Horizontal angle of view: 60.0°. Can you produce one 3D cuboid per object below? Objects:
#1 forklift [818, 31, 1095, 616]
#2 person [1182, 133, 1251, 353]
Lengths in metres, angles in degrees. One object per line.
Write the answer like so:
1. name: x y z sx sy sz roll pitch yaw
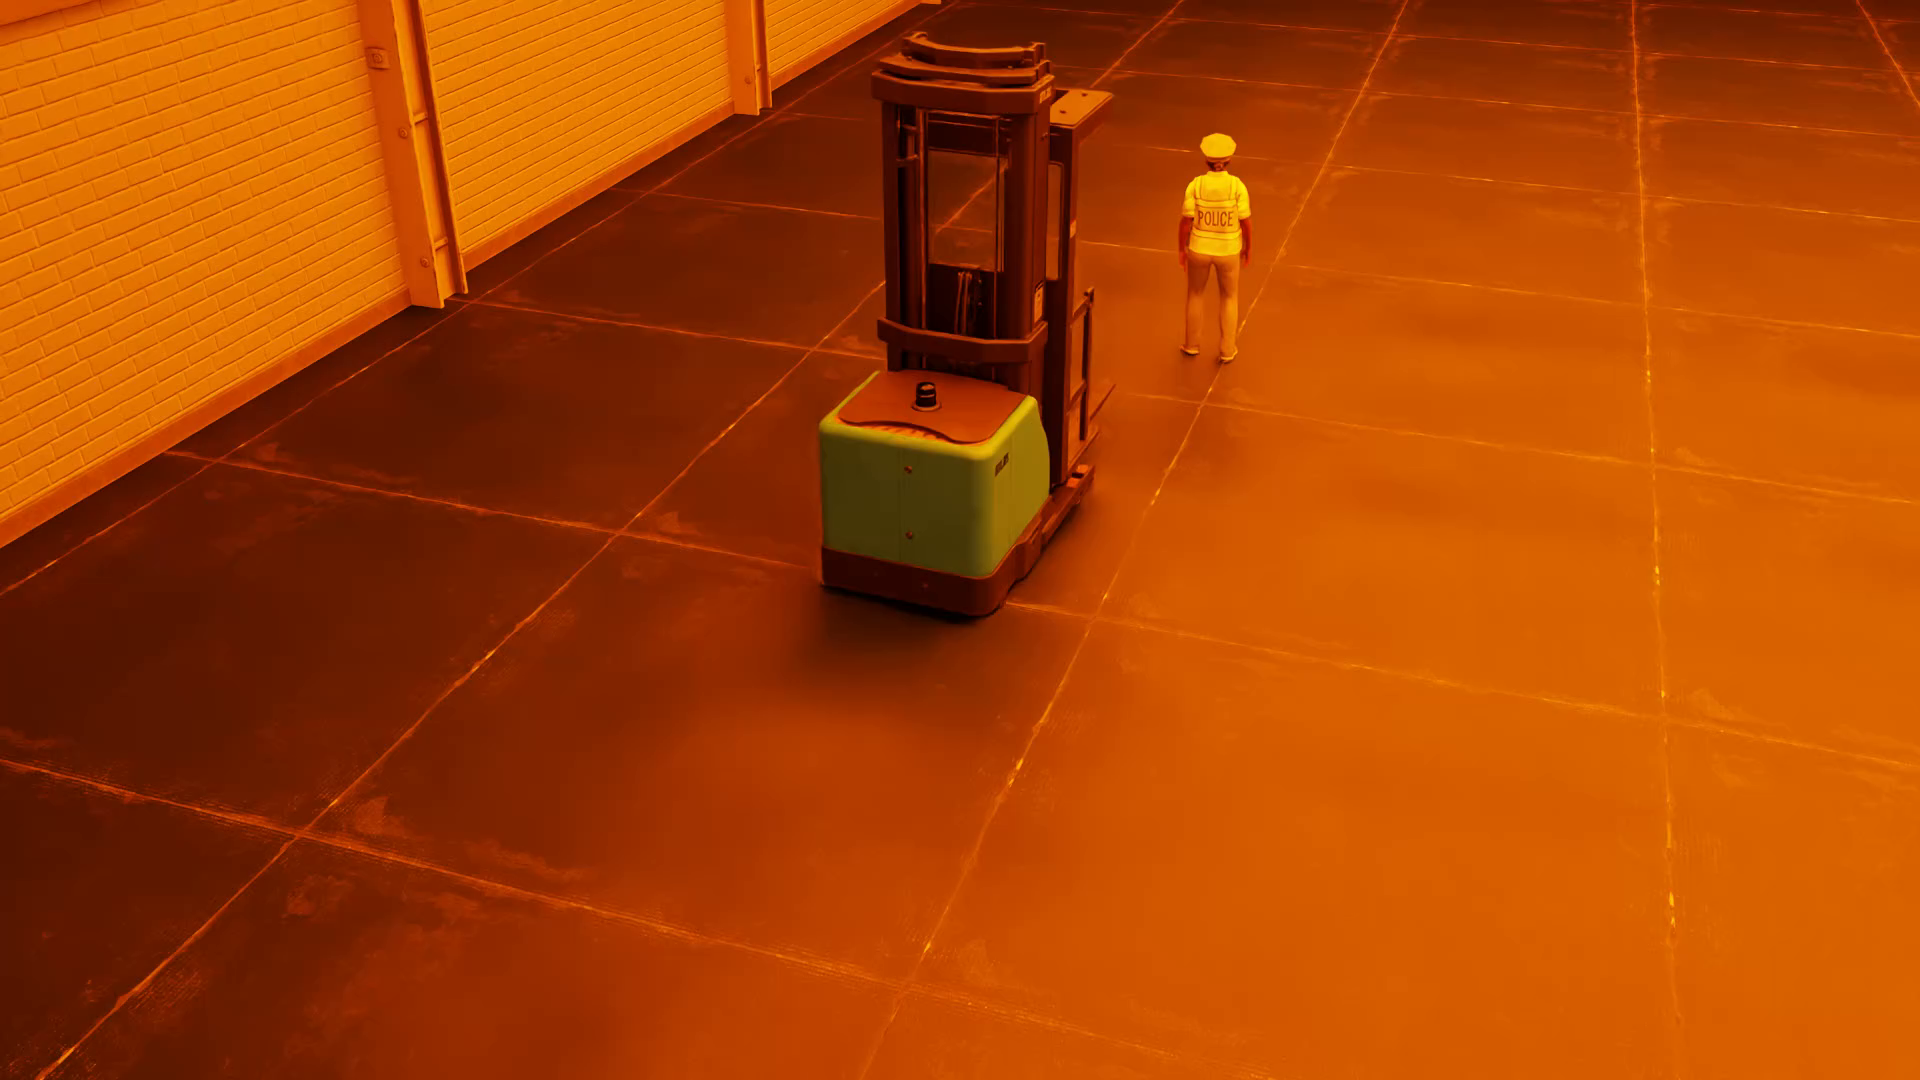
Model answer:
1. forklift: 0.221 -1.568 9.887 1.130 2.935 3.031 11 32 19
2. person: 1.843 -2.132 12.063 0.489 1.617 0.350 6 30 11
